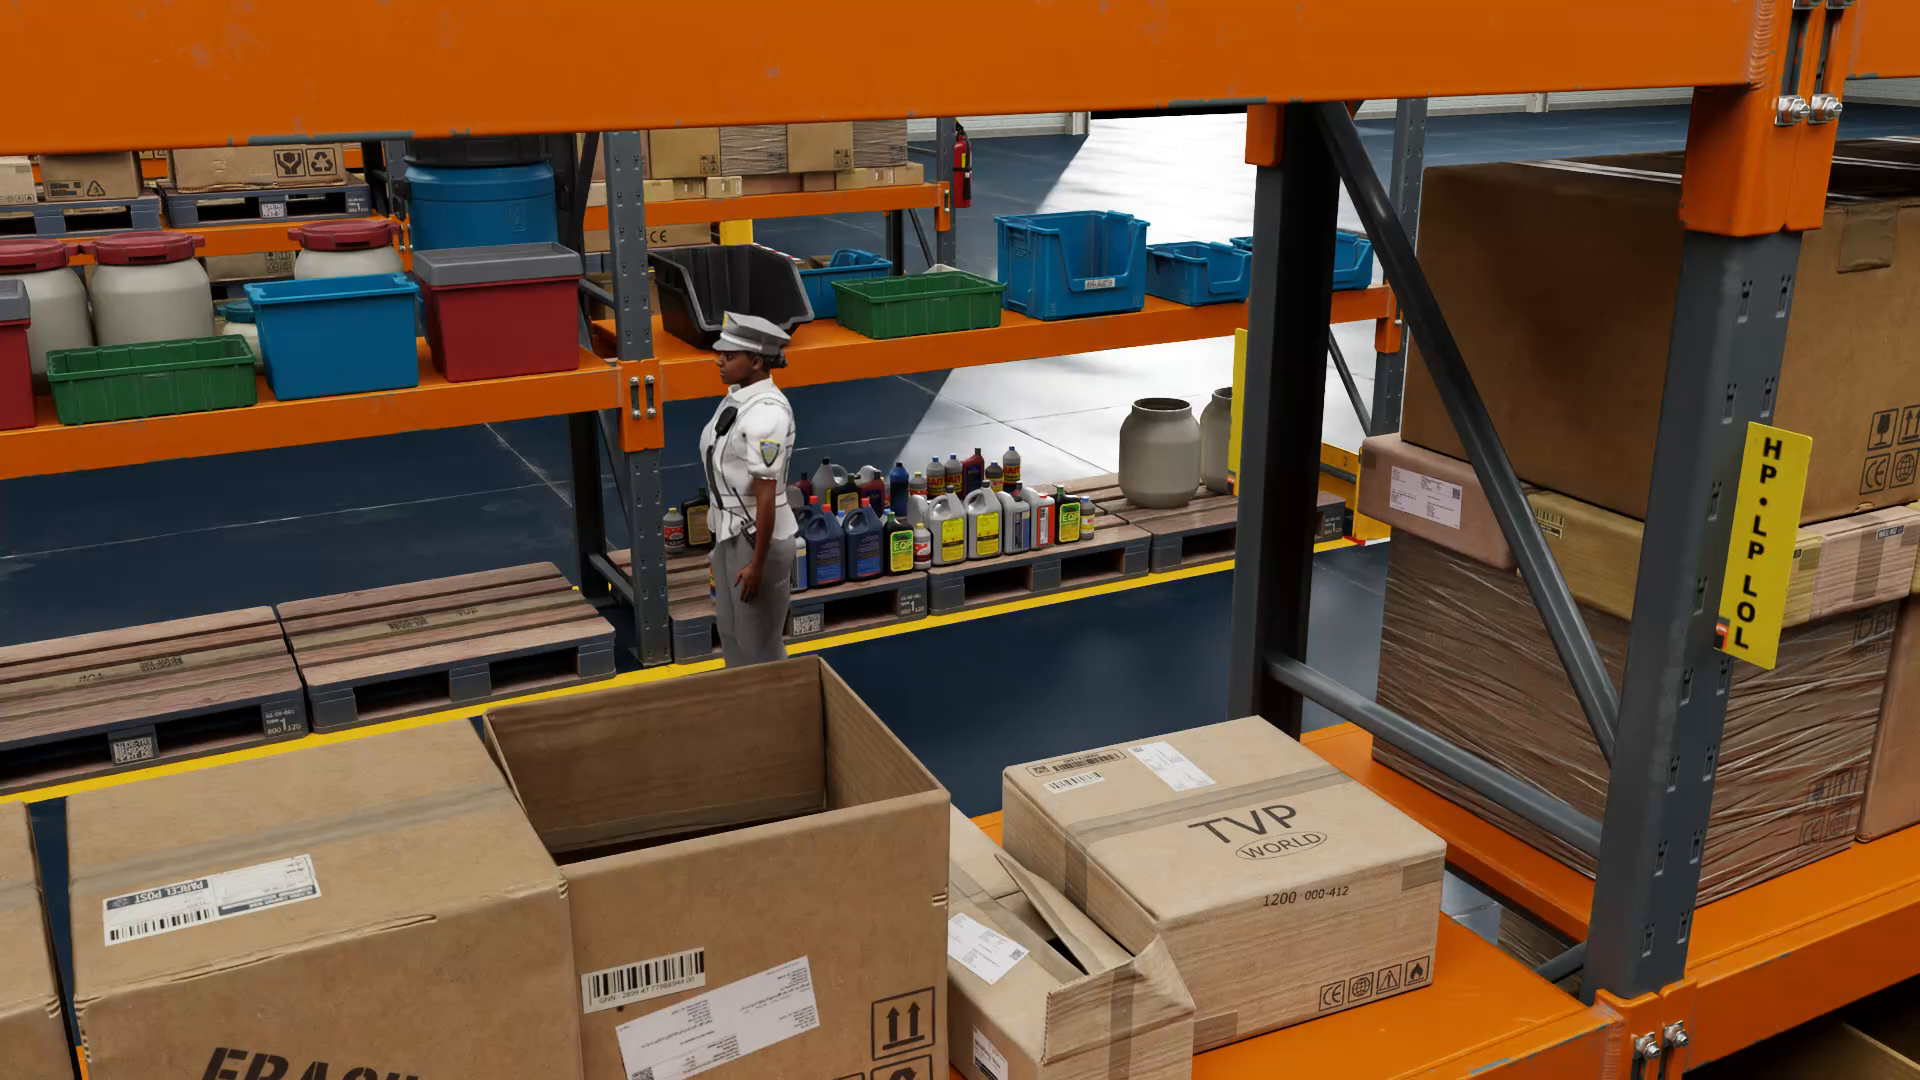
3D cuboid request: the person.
[{"bbox_3d":[-0.784,0.019,5.981,0.396,1.708,0.447,-6,20,-18],"label":"person"}]
